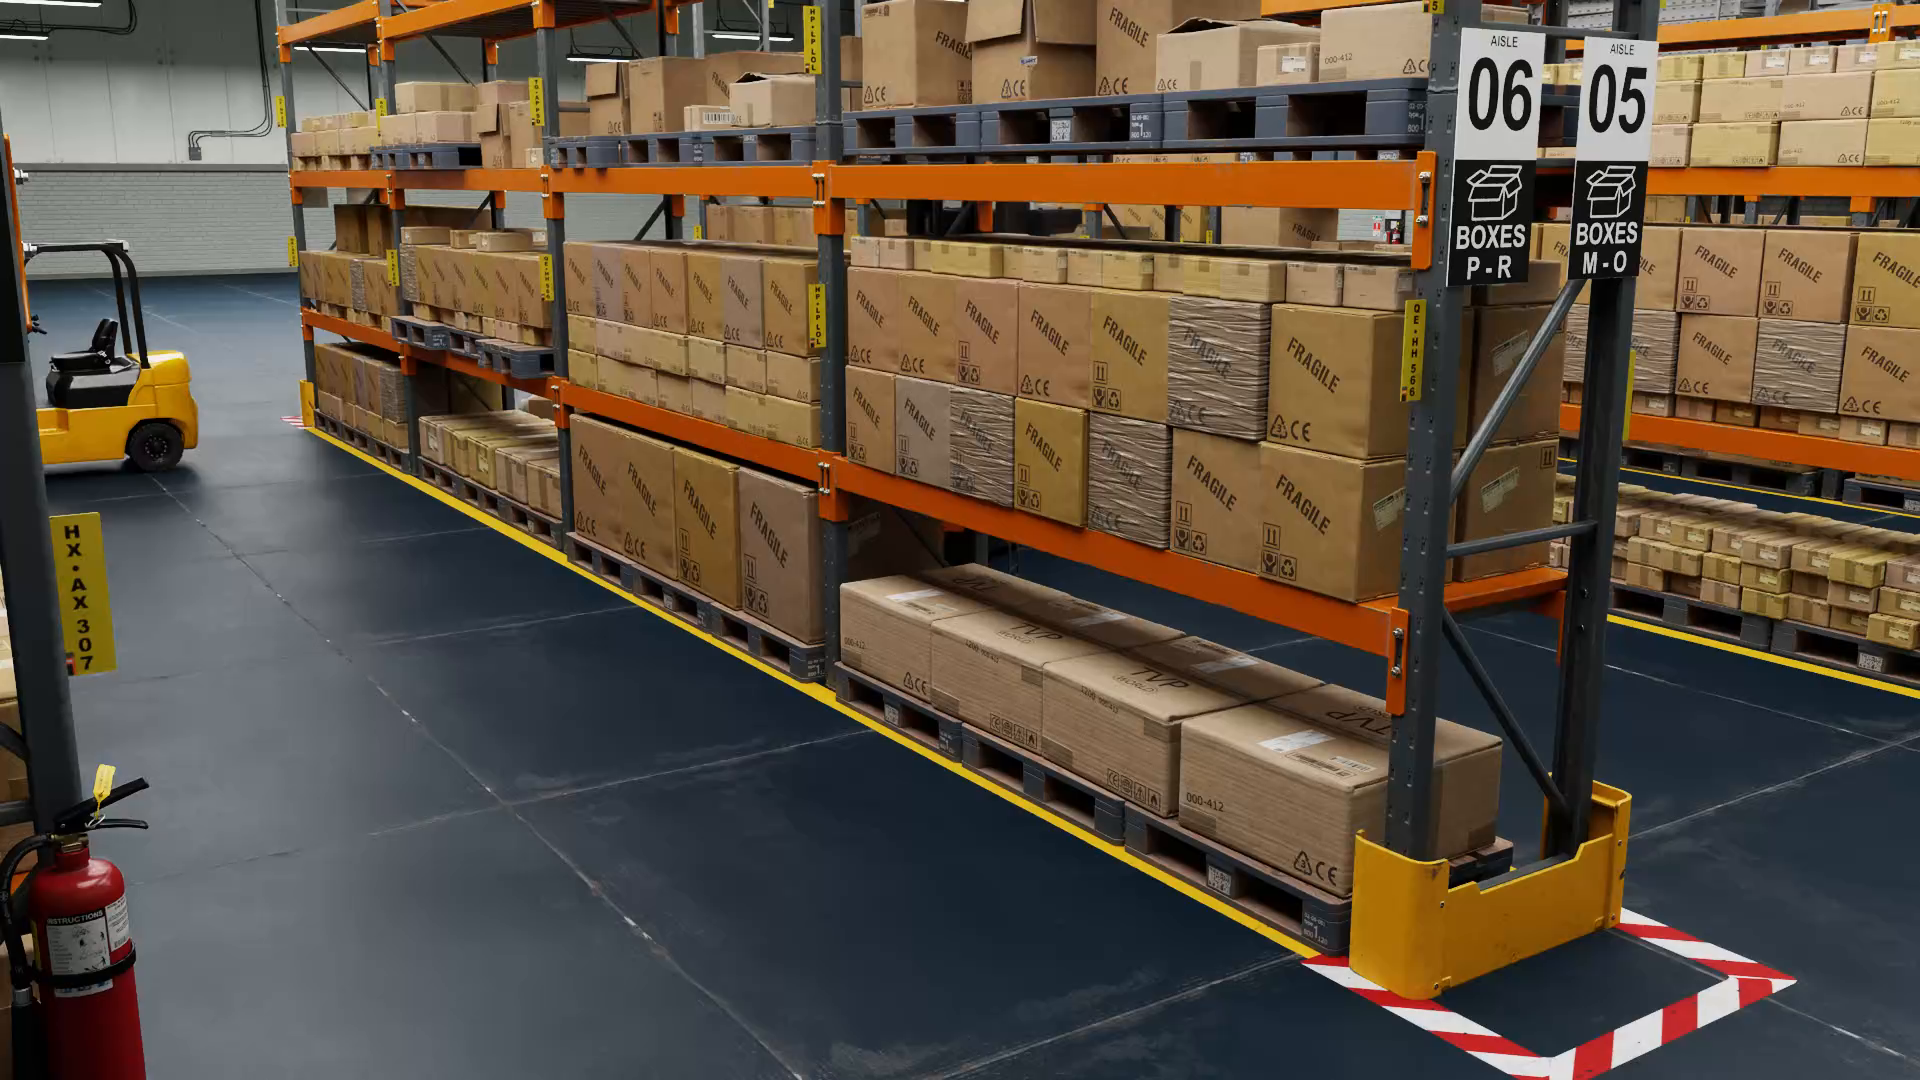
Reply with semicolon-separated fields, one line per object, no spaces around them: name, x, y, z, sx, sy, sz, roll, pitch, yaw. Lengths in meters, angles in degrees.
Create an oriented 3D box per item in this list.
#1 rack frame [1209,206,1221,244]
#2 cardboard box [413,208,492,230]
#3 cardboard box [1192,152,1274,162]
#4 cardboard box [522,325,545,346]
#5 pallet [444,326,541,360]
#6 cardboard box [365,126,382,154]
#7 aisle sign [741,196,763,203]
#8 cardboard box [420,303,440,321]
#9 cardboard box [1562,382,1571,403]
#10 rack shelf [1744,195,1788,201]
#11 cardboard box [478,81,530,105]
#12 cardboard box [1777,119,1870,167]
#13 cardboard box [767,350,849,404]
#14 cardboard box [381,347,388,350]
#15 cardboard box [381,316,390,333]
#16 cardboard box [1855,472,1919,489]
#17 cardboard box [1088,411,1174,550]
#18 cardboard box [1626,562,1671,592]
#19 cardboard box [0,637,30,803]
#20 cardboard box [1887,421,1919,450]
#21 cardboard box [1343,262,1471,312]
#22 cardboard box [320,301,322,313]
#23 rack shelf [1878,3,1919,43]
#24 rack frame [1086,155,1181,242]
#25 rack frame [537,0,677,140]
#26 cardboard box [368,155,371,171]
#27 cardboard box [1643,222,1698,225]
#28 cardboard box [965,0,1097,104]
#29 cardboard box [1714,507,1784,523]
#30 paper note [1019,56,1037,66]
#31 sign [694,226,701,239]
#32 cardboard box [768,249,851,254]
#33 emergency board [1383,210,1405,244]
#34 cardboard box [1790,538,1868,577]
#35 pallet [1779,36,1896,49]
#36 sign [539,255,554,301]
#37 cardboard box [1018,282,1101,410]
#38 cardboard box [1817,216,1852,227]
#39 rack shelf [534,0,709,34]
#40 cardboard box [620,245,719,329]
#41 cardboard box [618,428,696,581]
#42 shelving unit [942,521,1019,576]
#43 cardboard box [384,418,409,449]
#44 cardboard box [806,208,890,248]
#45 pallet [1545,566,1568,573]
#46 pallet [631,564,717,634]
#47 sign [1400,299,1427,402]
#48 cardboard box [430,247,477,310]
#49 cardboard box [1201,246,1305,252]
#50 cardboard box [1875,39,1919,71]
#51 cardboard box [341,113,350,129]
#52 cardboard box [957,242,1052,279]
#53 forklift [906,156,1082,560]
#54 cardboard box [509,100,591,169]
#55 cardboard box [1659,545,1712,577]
rack frame;3.527;-3.299;20.925;1.000;3.000;0.127;-8;15;-33
cardboard box;-4.786;-2.912;15.887;0.700;0.500;0.500;-8;15;-33
cardboard box;2.217;-3.223;13.323;0.500;0.500;0.500;-8;15;-33
cardboard box;-3.093;-1.566;12.608;0.380;0.149;0.250;-8;15;-32
pallet;-3.637;-1.668;13.916;1.003;0.211;1.213;-8;15;-33
cardboard box;-5.192;-3.710;15.439;0.500;0.250;0.500;-8;15;-33
aisle sign;-2.664;-4.759;21.518;0.394;0.787;0.004;-8;15;-33
cardboard box;-4.549;-2.027;14.714;0.380;0.149;0.250;-8;15;-32
cardboard box;4.055;-1.017;11.077;0.380;0.149;0.250;-9;15;-35
rack shelf;8.759;-4.643;21.735;1.077;0.370;4.000;-8;15;-33
cardboard box;-3.712;-3.700;13.938;0.500;0.250;0.500;-8;15;-32
cardboard box;4.966;-2.217;9.307;0.500;0.250;0.500;-7;14;-30
cardboard box;-0.737;-0.923;9.244;0.500;0.250;0.500;-8;15;-33
cardboard box;-5.986;-1.861;18.050;0.500;0.500;0.500;-7;14;-31
cardboard box;-5.299;-2.068;15.883;0.380;0.149;0.250;-8;15;-32
cardboard box;8.259;-0.916;14.021;0.875;0.875;0.875;-8;15;-33
cardboard box;0.880;-0.276;6.869;0.500;0.500;0.500;-8;14;-31
cardboard box;4.461;0.210;10.573;0.380;0.149;0.250;-9;15;-34
cardboard box;-2.231;0.412;3.611;0.500;0.250;0.500;-8;15;-32
cardboard box;5.317;-0.589;9.120;0.380;0.149;0.250;-8;15;-33
cardboard box;1.560;-0.886;5.798;0.380;0.149;0.250;-8;15;-32
cardboard box;-6.692;-2.529;17.995;0.380;0.149;0.250;-9;15;-35
rack shelf;9.068;-3.904;12.271;1.077;0.370;4.000;-8;15;-33
rack frame;1.558;-2.018;15.069;1.000;3.000;0.127;-8;15;-33
rack frame;-2.507;-4.345;11.667;1.000;3.000;0.127;-8;15;-33
cardboard box;-5.481;-3.637;16.039;0.380;0.149;0.250;-9;15;-35
cardboard box;4.551;-1.846;11.013;0.500;0.500;0.500;-9;15;-35
cardboard box;0.484;-2.237;7.588;0.797;0.503;0.637;-7;14;-28
cardboard box;5.019;-0.097;10.581;0.380;0.149;0.250;-8;15;-33
paper note;0.277;-1.969;6.829;0.006;0.032;0.123;-8;15;-33
sign;-3.339;-3.838;21.179;0.100;0.325;0.005;-8;15;-33
cardboard box;-0.876;-1.529;10.259;0.500;0.500;0.500;-9;15;-34
emergency board;10.128;-7.258;39.030;0.194;1.169;0.643;-8;15;-33
cardboard box;5.055;0.101;9.675;0.380;0.149;0.250;-9;15;-35
pallet;10.241;-5.685;19.171;1.213;0.211;1.003;-8;15;-33
sign;-2.953;-1.875;11.891;0.100;0.325;0.005;-8;15;-33
cardboard box;0.598;-0.854;7.170;0.500;0.500;0.500;-8;15;-33
cardboard box;15.378;-5.408;29.119;0.500;0.500;0.500;-8;15;-33
rack shelf;-1.398;-3.443;10.160;1.077;0.370;4.000;-8;15;-33
cardboard box;-1.880;-1.654;10.829;0.500;0.500;0.500;-8;14;-31
cardboard box;-1.702;-0.290;11.156;0.875;0.875;0.875;-8;15;-32
shelving unit;0.143;-0.333;11.575;0.503;1.200;0.258;4;13;17
cardboard box;-5.274;-1.061;16.145;0.500;0.250;0.500;-7;14;-30
cardboard box;-1.235;-3.484;18.894;0.875;0.550;0.550;-8;15;-33
pallet;4.176;0.171;11.587;1.003;0.211;1.213;-8;15;-33
pallet;-1.461;0.314;10.932;1.003;0.211;1.213;-8;15;-33
sign;1.466;-0.611;5.370;0.100;0.325;0.005;-8;15;-33
cardboard box;-4.161;-2.229;14.120;0.500;0.500;0.500;-8;15;-33
cardboard box;1.253;-1.174;7.116;0.380;0.149;0.250;-8;15;-32
cardboard box;5.127;-2.586;8.892;0.380;0.149;0.250;-8;15;-32
cardboard box;-5.855;-4.111;16.340;0.380;0.149;0.250;-8;15;-32
cardboard box;0.210;-1.284;7.619;0.380;0.149;0.250;-9;15;-34
forklift;0.283;-1.552;13.099;1.130;2.935;3.031;6;14;26
cardboard box;-3.023;-3.098;12.753;0.700;0.500;0.500;-8;15;-33
cardboard box;4.571;0.111;10.329;0.380;0.149;0.250;-8;15;-32
